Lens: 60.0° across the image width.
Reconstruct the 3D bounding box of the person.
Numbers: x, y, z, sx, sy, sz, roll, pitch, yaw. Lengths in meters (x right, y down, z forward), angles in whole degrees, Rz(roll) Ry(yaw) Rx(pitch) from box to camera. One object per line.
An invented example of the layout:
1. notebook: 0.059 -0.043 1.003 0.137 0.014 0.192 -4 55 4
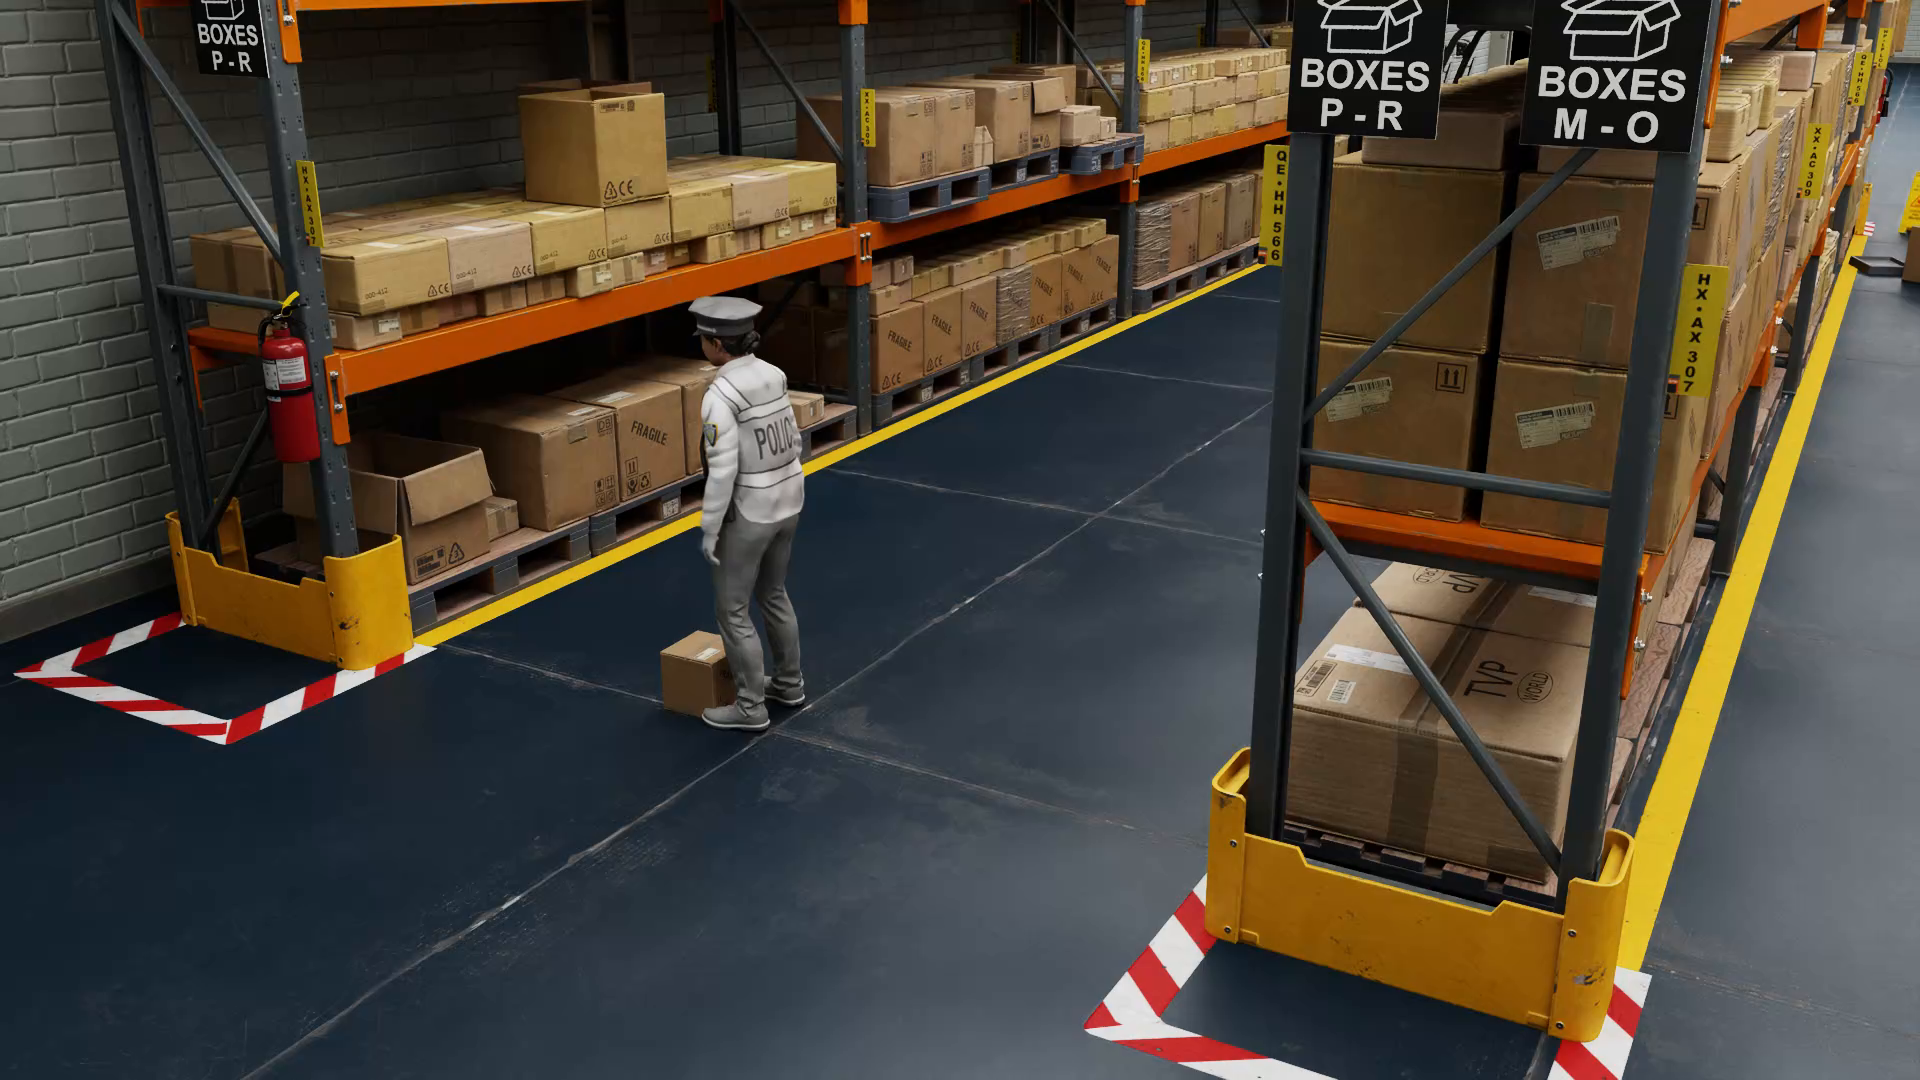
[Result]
1. person: -0.798 -0.089 6.315 0.376 1.663 0.527 11 22 27
